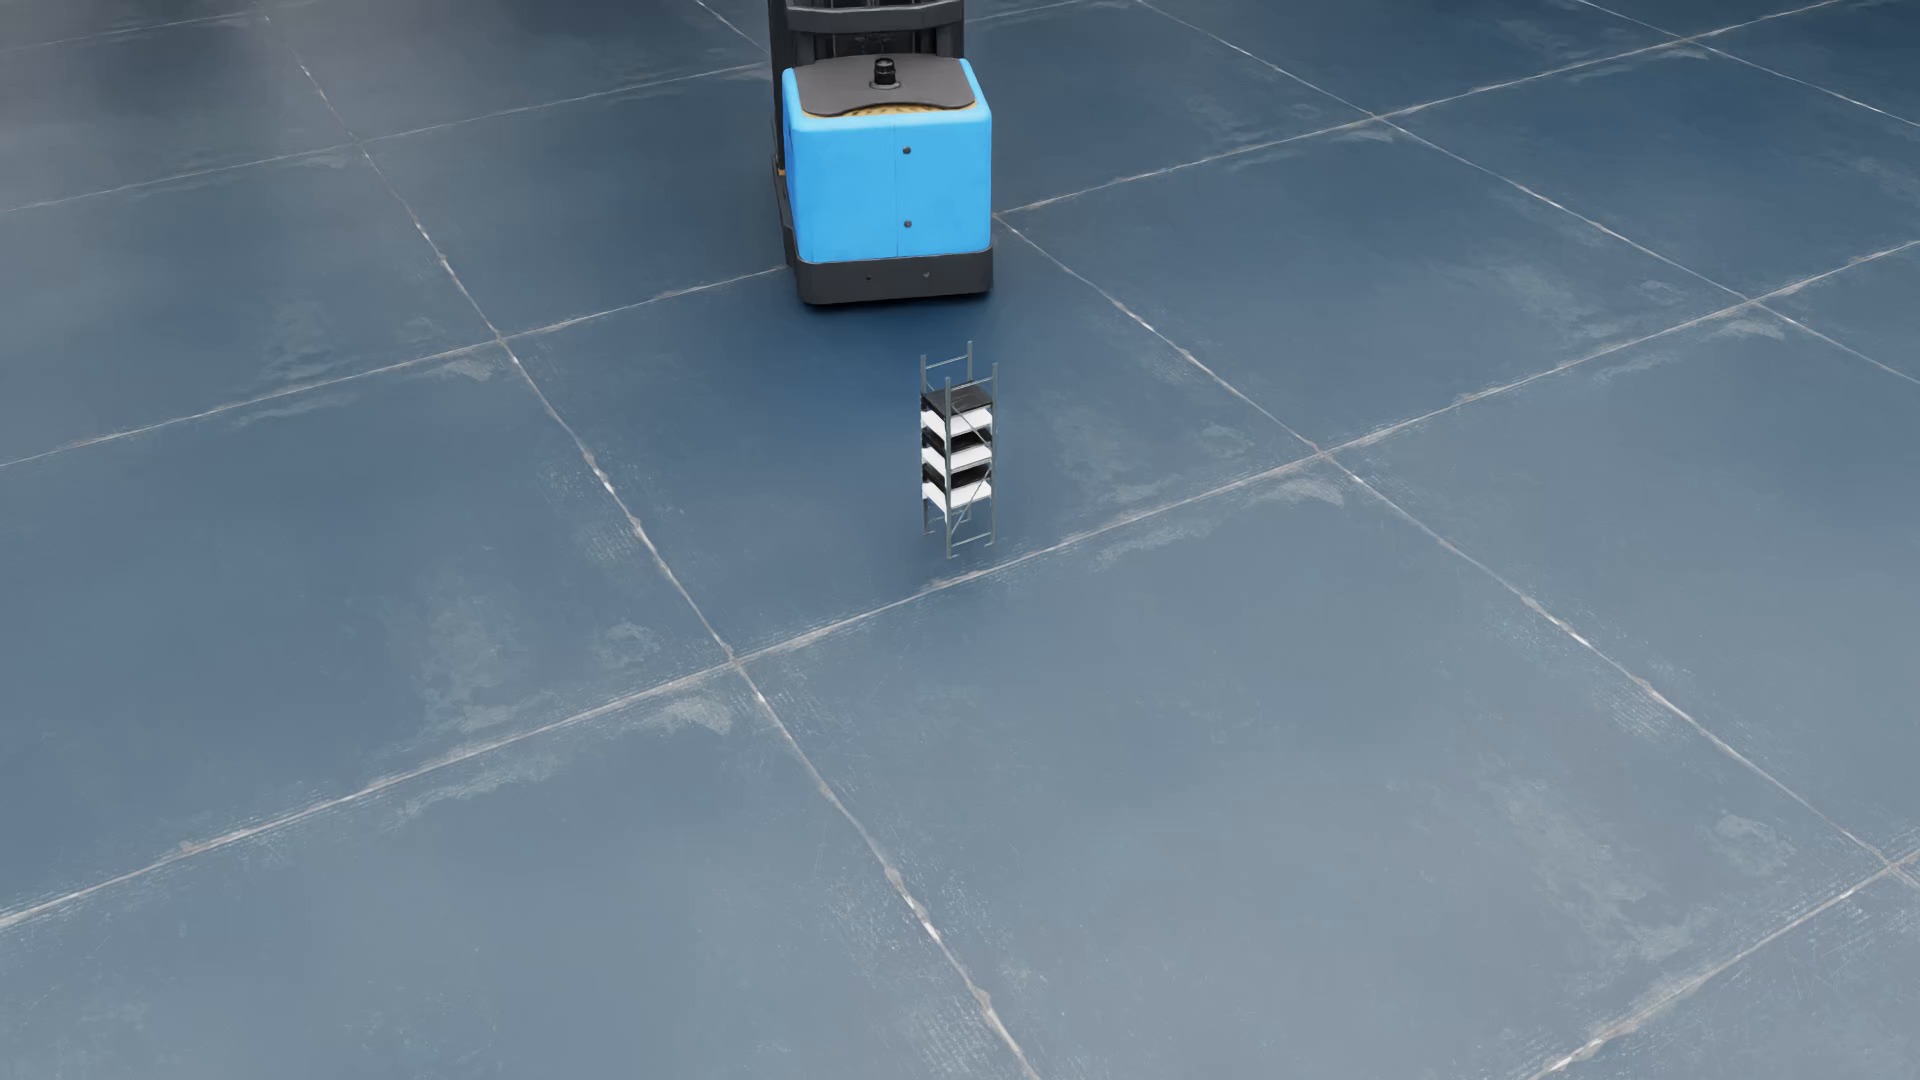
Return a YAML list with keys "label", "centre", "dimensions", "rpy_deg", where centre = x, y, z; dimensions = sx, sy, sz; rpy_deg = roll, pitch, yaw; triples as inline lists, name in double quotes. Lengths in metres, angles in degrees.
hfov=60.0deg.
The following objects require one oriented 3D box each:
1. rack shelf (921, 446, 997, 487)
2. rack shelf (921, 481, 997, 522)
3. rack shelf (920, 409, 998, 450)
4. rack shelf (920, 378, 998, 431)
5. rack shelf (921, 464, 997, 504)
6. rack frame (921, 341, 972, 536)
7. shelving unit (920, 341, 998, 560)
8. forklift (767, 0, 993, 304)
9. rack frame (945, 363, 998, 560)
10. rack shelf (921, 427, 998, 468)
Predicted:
- label: "rack shelf"
  centre: [-0.004, -0.341, 7.010]
  dimensions: [0.258, 0.077, 0.200]
  rpy_deg: [-19, 40, -24]
- label: "rack shelf"
  centre: [-0.004, -0.195, 7.116]
  dimensions: [0.258, 0.077, 0.200]
  rpy_deg: [-19, 40, -24]
- label: "rack shelf"
  centre: [-0.004, -0.486, 6.904]
  dimensions: [0.258, 0.077, 0.200]
  rpy_deg: [-19, 40, -24]
- label: "rack shelf"
  centre: [-0.004, -0.559, 6.851]
  dimensions: [0.258, 0.077, 0.200]
  rpy_deg: [-19, 40, -24]
- label: "rack shelf"
  centre: [-0.004, -0.268, 7.063]
  dimensions: [0.258, 0.077, 0.200]
  rpy_deg: [-19, 40, -24]
- label: "rack frame"
  centre: [-0.055, -0.419, 7.061]
  dimensions: [0.240, 0.900, 0.006]
  rpy_deg: [-19, 40, -24]
- label: "shelving unit"
  centre: [-0.004, -0.368, 6.990]
  dimensions: [0.258, 0.900, 0.210]
  rpy_deg: [-19, 40, -24]
- label: "forklift"
  centre: [-0.560, -3.299, 9.282]
  dimensions: [1.130, 2.935, 3.031]
  rpy_deg: [-5, 36, -7]
- label: "rack frame"
  centre: [0.047, -0.316, 6.919]
  dimensions: [0.240, 0.900, 0.006]
  rpy_deg: [-19, 40, -24]
- label: "rack shelf"
  centre: [-0.004, -0.413, 6.957]
  dimensions: [0.258, 0.077, 0.200]
  rpy_deg: [-19, 40, -24]
